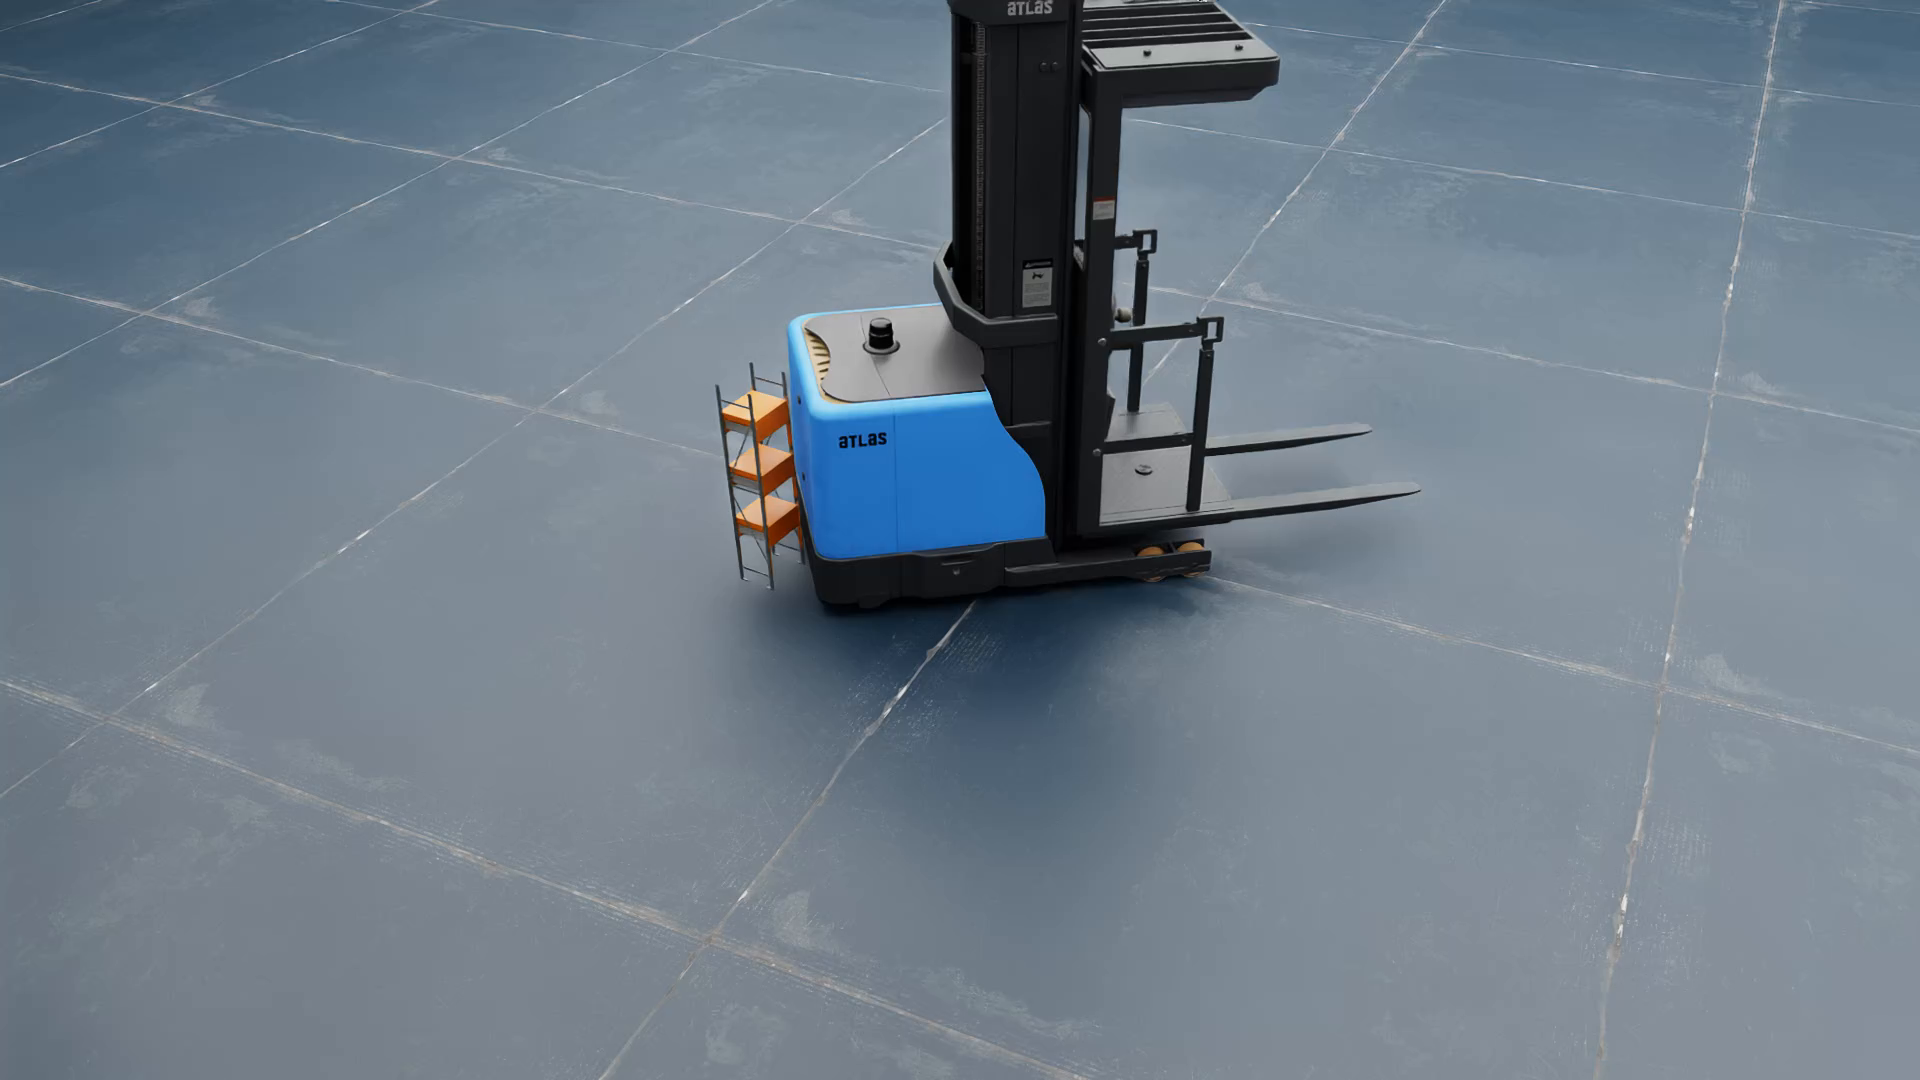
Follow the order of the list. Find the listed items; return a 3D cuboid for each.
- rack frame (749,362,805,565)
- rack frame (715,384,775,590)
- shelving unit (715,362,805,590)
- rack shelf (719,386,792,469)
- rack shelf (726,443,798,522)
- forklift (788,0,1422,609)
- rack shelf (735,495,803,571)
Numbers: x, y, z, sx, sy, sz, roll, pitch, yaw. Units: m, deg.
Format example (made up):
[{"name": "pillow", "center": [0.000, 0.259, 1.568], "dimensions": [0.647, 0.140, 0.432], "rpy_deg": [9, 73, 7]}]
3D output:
[{"name": "rack frame", "center": [-0.853, -0.345, 7.802], "dimensions": [0.200, 1.050, 0.008], "rpy_deg": [18, 39, 27]}, {"name": "rack frame", "center": [-0.983, -0.226, 7.632], "dimensions": [0.200, 1.050, 0.008], "rpy_deg": [18, 39, 27]}, {"name": "shelving unit", "center": [-0.918, -0.286, 7.717], "dimensions": [0.215, 1.050, 0.252], "rpy_deg": [18, 39, 27]}, {"name": "rack shelf", "center": [-0.928, -0.513, 7.566], "dimensions": [0.215, 0.259, 0.240], "rpy_deg": [18, 39, 27]}, {"name": "rack shelf", "center": [-0.918, -0.277, 7.723], "dimensions": [0.215, 0.259, 0.240], "rpy_deg": [18, 39, 27]}, {"name": "forklift", "center": [0.736, -1.304, 7.565], "dimensions": [3.031, 2.935, 1.130], "rpy_deg": [-6, 34, -9]}, {"name": "rack shelf", "center": [-0.908, -0.045, 7.877], "dimensions": [0.215, 0.259, 0.240], "rpy_deg": [18, 39, 27]}]
